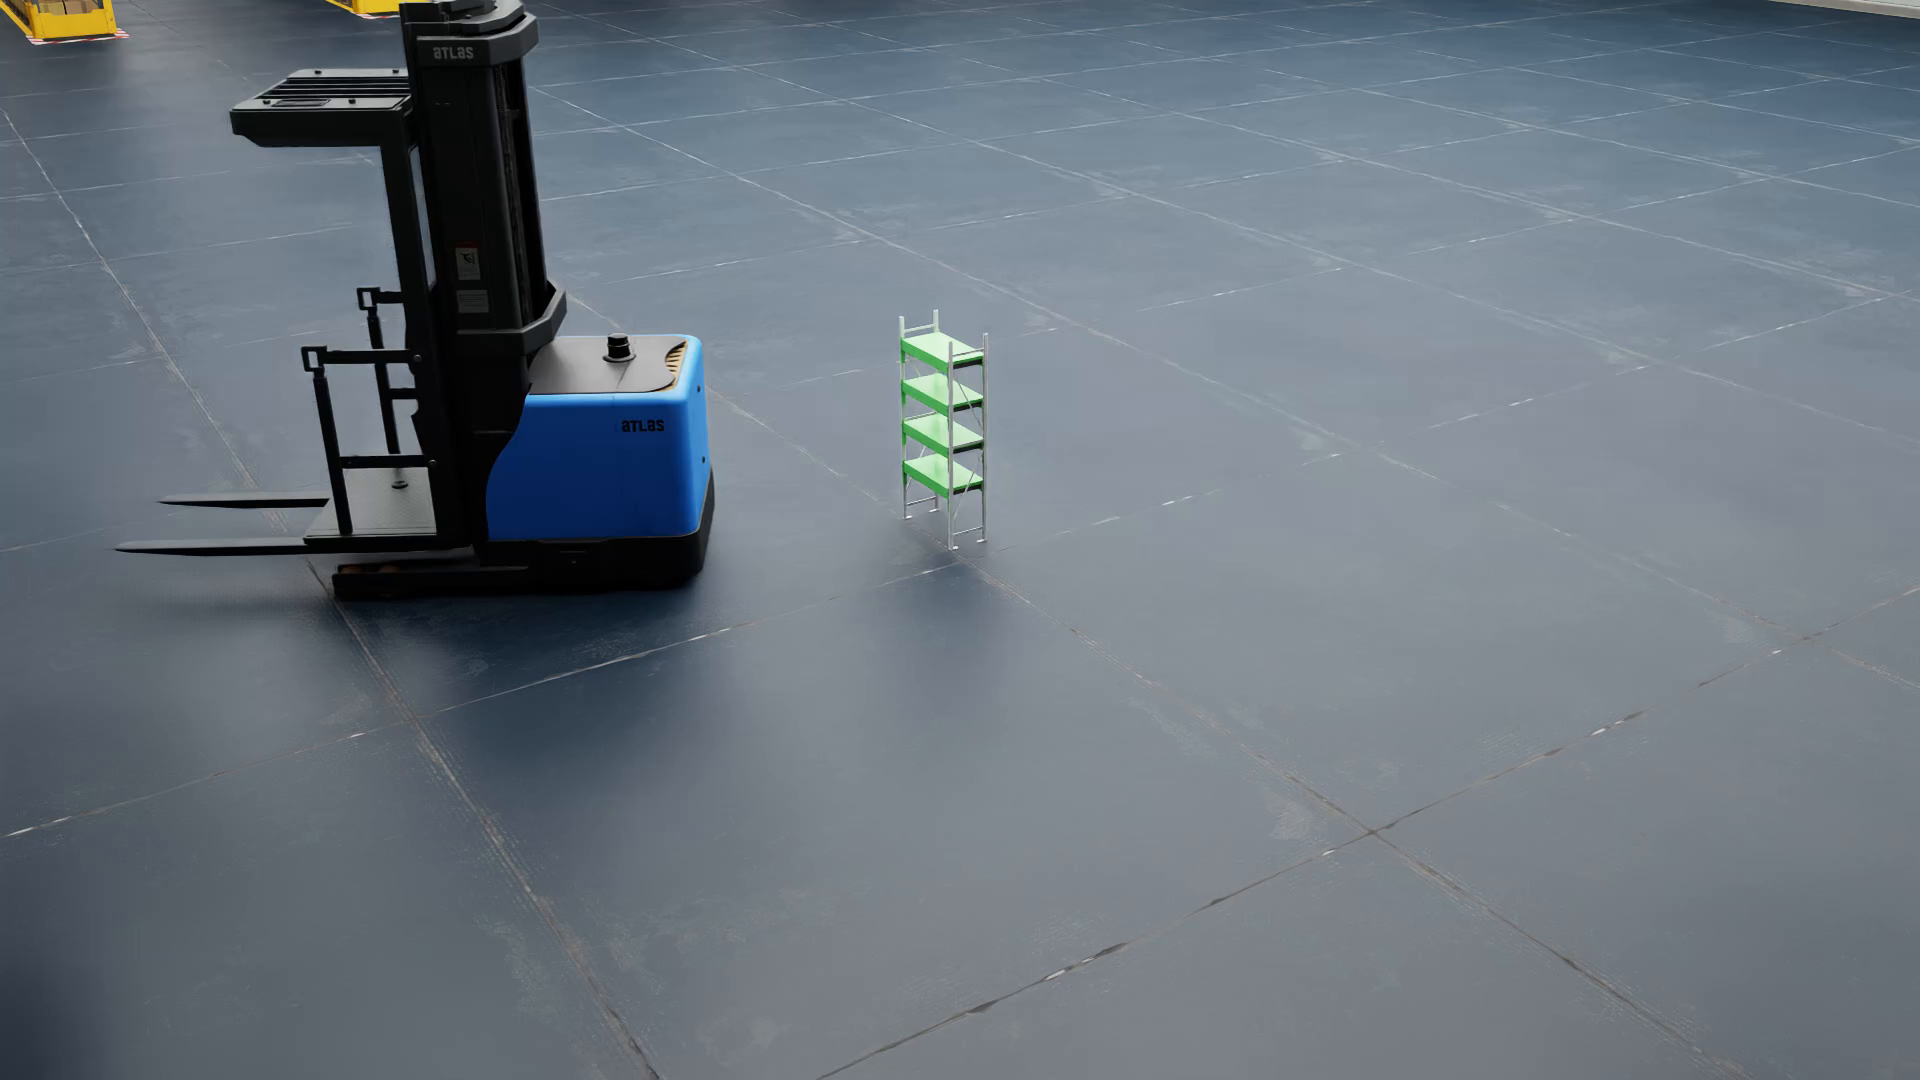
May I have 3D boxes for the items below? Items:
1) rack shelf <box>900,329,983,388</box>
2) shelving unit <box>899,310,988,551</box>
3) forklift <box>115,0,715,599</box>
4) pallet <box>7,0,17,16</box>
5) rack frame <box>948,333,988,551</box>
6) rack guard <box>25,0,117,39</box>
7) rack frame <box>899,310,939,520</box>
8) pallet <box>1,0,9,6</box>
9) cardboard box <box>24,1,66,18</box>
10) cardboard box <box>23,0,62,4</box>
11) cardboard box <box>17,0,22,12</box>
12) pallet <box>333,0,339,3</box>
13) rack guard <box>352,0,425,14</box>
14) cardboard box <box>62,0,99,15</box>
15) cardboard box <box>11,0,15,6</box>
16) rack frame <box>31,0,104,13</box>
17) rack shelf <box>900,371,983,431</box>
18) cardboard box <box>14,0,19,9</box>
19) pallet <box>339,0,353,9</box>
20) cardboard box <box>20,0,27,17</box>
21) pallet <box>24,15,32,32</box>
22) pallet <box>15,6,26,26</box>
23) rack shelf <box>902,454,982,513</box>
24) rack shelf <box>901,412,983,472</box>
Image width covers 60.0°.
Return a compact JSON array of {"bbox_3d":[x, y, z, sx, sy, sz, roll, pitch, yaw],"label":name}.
[{"bbox_3d":[-0.090,-0.978,8.942,0.258,0.148,0.480,-16,29,-30],"label":"rack shelf"},{"bbox_3d":[-0.090,-0.602,9.119,0.258,1.200,0.503,-16,29,-30],"label":"shelving unit"},{"bbox_3d":[-2.892,-1.253,8.470,3.031,2.935,1.130,-1,25,-3],"label":"forklift"},{"bbox_3d":[-15.615,-9.137,28.358,1.003,0.211,1.213,-16,29,-30],"label":"pallet"},{"bbox_3d":[0.043,-0.515,8.934,0.240,1.200,0.015,-16,29,-30],"label":"rack frame"},{"bbox_3d":[-13.817,-8.123,25.870,1.175,0.500,0.348,-16,29,-30],"label":"rack guard"},{"bbox_3d":[-0.224,-0.689,9.304,0.240,1.200,0.015,-16,29,-30],"label":"rack frame"},{"bbox_3d":[-16.449,-9.686,29.520,1.003,0.211,1.213,-16,29,-30],"label":"pallet"},{"bbox_3d":[-14.370,-8.331,26.113,0.500,0.250,0.500,-16,29,-30],"label":"cardboard box"},{"bbox_3d":[-14.372,-8.670,25.952,0.500,0.500,0.500,-16,29,-30],"label":"cardboard box"},{"bbox_3d":[-14.928,-8.685,26.864,0.500,0.250,0.500,-16,29,-30],"label":"cardboard box"},{"bbox_3d":[-10.860,-9.898,29.969,1.003,0.211,1.213,-16,29,-30],"label":"pallet"},{"bbox_3d":[-9.759,-9.300,28.365,1.175,0.500,0.348,-16,29,-30],"label":"rack guard"},{"bbox_3d":[-13.936,-8.452,26.368,0.500,0.250,0.500,-16,29,-30],"label":"cardboard box"},{"bbox_3d":[-15.477,-9.042,27.619,0.500,0.250,0.500,-16,29,-30],"label":"cardboard box"},{"bbox_3d":[-13.830,-9.262,25.355,1.000,3.000,0.127,-16,29,-30],"label":"rack frame"},{"bbox_3d":[-0.090,-0.761,9.044,0.258,0.148,0.480,-16,29,-30],"label":"rack shelf"},{"bbox_3d":[-15.199,-8.865,27.243,0.500,0.250,0.500,-16,29,-30],"label":"cardboard box"},{"bbox_3d":[-10.198,-9.462,29.045,1.003,0.211,1.213,-16,29,-30],"label":"pallet"},{"bbox_3d":[-14.653,-8.507,26.486,0.500,0.250,0.500,-16,29,-30],"label":"cardboard box"},{"bbox_3d":[-14.283,-8.264,26.509,1.003,0.211,1.213,-16,29,-30],"label":"pallet"},{"bbox_3d":[-14.945,-8.700,27.432,1.003,0.211,1.213,-16,29,-30],"label":"pallet"},{"bbox_3d":[-0.090,-0.327,9.249,0.258,0.148,0.480,-16,29,-30],"label":"rack shelf"},{"bbox_3d":[-0.090,-0.544,9.147,0.258,0.148,0.480,-16,29,-30],"label":"rack shelf"}]
